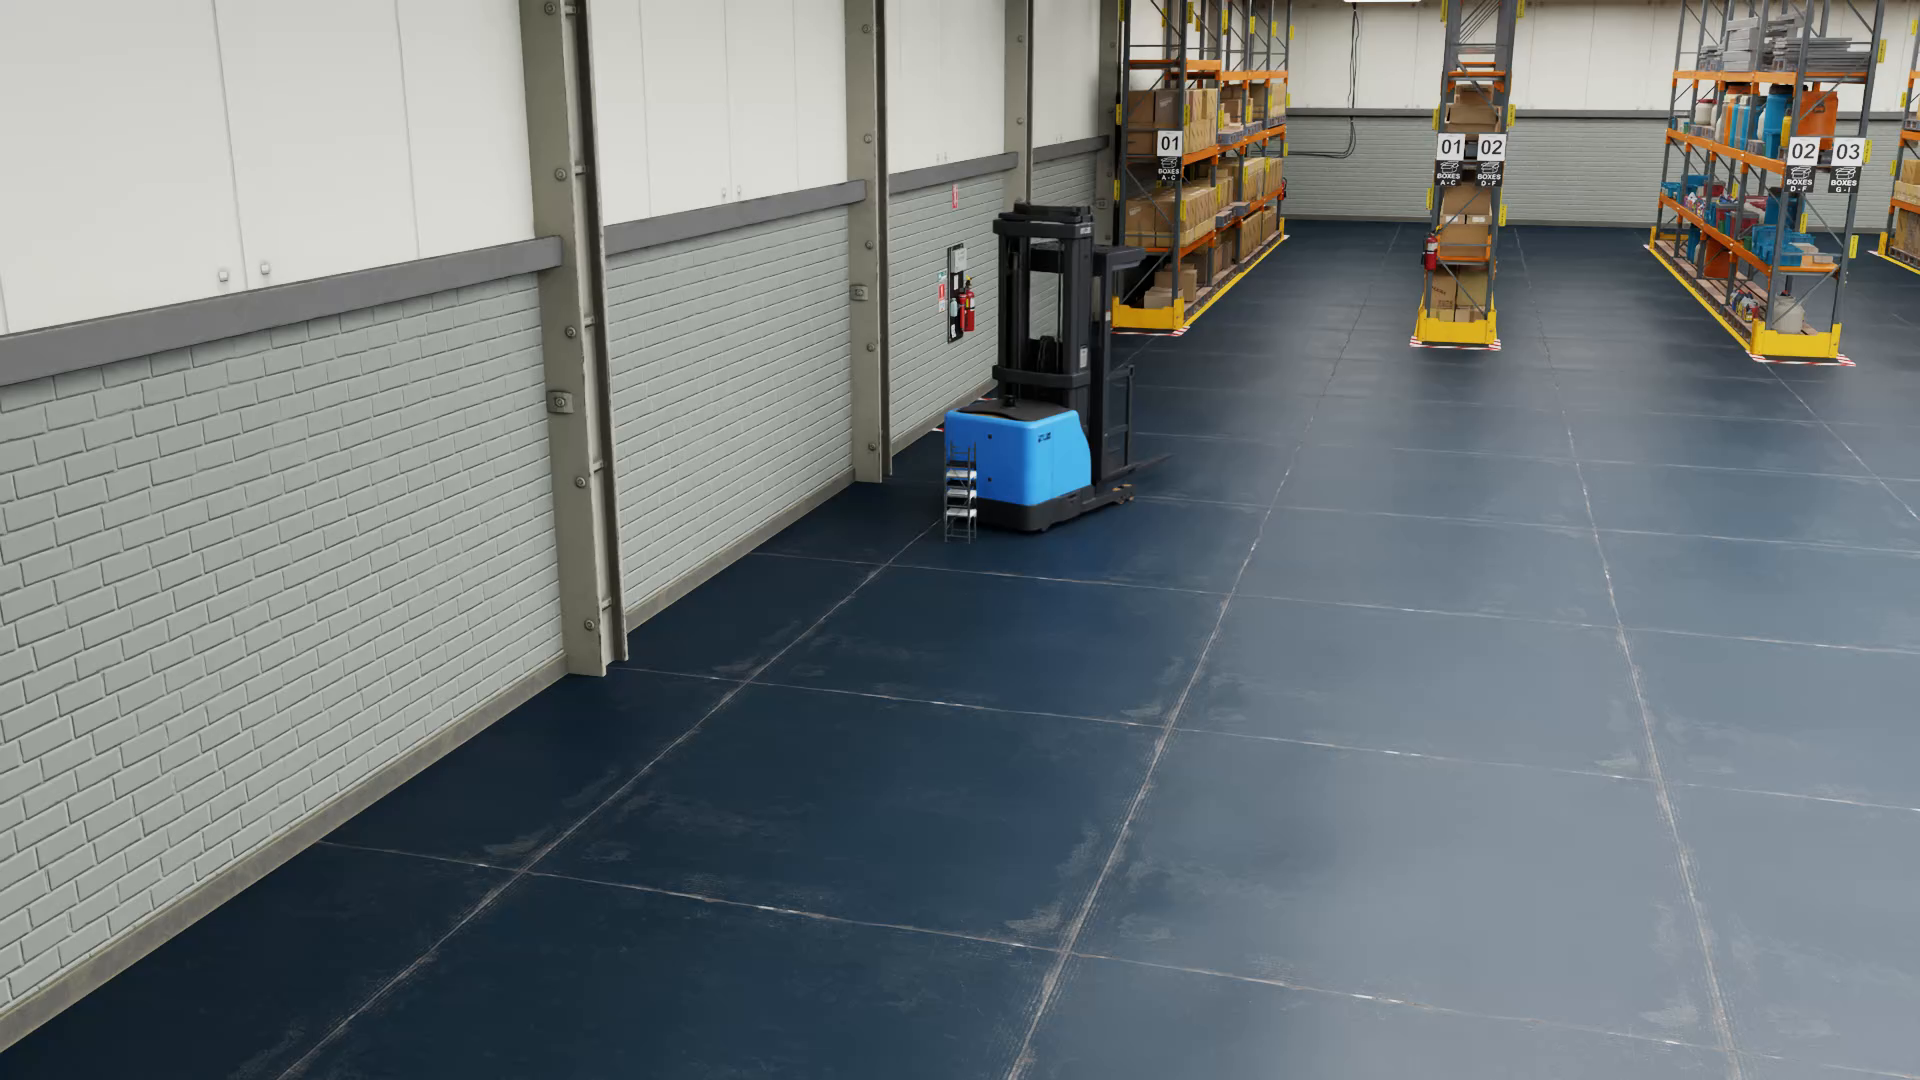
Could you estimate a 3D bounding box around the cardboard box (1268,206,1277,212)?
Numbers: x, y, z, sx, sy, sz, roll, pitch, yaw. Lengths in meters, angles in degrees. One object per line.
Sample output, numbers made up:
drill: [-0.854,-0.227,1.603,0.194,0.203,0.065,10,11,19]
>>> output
cardboard box: [7.695,-8.253,41.471,0.380,0.149,0.250,4,16,15]

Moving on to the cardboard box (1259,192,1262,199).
cardboard box: [6.650,-7.844,37.831,0.380,0.149,0.250,5,17,17]

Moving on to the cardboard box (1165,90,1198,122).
cardboard box: [3.647,-7.185,27.535,0.500,0.500,0.500,4,16,15]

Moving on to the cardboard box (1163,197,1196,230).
cardboard box: [3.687,-5.522,28.086,0.500,0.500,0.500,5,16,16]

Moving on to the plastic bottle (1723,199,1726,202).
plastic bottle: [15.810,-6.917,34.376,0.097,0.271,0.097,0,16,0]

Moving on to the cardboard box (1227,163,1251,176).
cardboard box: [5.915,-7.888,35.423,0.500,0.250,0.500,4,16,15]

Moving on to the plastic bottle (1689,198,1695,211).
plastic bottle: [15.262,-6.972,34.559,0.152,0.276,0.135,5,16,16]

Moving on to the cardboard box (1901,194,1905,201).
cardboard box: [21.273,-7.637,37.138,0.380,0.149,0.250,4,16,15]

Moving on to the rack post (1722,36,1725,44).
rack post: [15.013,-9.664,31.886,0.624,0.289,0.986,5,16,16]

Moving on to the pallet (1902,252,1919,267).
pallet: [21.407,-6.152,36.555,1.003,0.211,1.213,5,16,16]

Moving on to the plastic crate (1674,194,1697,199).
plastic crate: [16.083,-7.575,36.855,0.437,0.125,0.590,5,16,16]

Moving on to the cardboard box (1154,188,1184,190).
cardboard box: [3.766,-6.097,30.112,0.500,0.500,0.500,5,16,16]

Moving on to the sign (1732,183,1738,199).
sign: [16.549,-7.455,35.529,0.100,0.325,0.005,5,16,16]

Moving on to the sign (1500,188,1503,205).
sign: [9.533,-6.069,29.419,0.100,0.325,0.005,5,16,16]

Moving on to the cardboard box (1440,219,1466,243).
cardboard box: [8.153,-4.918,26.908,0.700,0.500,0.500,5,17,17]

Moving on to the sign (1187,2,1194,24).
sign: [3.634,-8.325,26.254,0.100,0.325,0.005,5,16,16]

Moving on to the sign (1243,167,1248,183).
sign: [5.910,-7.566,34.451,0.100,0.325,0.005,5,16,16]

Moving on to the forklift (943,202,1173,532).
forklift: [1.110,-1.830,16.330,1.130,2.935,3.031,11,19,34]

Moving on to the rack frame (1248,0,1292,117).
rack frame: [7.660,-12.066,41.299,1.000,3.000,0.127,5,16,16]

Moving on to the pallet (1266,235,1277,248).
pallet: [7.159,-7.305,40.617,1.003,0.211,1.213,5,16,16]

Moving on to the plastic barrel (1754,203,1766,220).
plastic barrel: [14.439,-5.763,29.821,0.433,0.535,0.433,0,16,0]

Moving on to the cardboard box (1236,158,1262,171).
cardboard box: [6.482,-8.420,37.299,0.500,0.250,0.500,5,17,17]

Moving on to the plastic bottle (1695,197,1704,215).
plastic bottle: [15.001,-6.771,33.716,0.144,0.351,0.185,5,16,16]

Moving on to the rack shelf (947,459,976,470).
rack shelf: [0.002,-0.663,15.070,0.258,0.077,0.200,5,16,16]

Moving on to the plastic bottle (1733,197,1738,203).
plastic bottle: [15.762,-6.787,33.773,0.144,0.351,0.185,5,16,16]

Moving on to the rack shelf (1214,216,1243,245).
rack shelf: [4.818,-6.217,32.992,1.077,0.370,4.000,5,16,16]

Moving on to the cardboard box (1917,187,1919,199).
cardboard box: [20.934,-7.457,35.773,0.500,0.250,0.500,5,17,17]

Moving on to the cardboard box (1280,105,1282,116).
cardboard box: [7.560,-10.452,40.429,0.500,0.250,0.500,4,16,14]

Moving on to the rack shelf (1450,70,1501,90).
rack shelf: [9.569,-8.528,30.877,1.077,0.370,4.000,5,16,16]

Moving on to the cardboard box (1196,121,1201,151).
cardboard box: [3.779,-6.837,28.139,0.500,0.500,0.500,5,17,18]

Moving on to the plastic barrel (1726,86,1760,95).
plastic barrel: [15.050,-8.319,32.027,0.600,0.830,0.708,5,16,16]

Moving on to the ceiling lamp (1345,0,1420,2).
ceiling lamp: [10.844,-15.381,42.288,2.000,3.185,0.800,5,16,16]

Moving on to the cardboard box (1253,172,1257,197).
cardboard box: [6.211,-7.798,36.480,0.500,0.500,0.500,5,17,17]

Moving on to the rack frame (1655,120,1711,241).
rack frame: [17.159,-8.412,39.409,1.000,3.000,0.127,5,16,16]

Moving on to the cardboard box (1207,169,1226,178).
cardboard box: [5.240,-7.481,33.949,0.380,0.149,0.250,2,16,7]

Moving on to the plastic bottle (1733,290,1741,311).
plastic bottle: [13.121,-4.030,28.011,0.144,0.351,0.185,5,17,17]

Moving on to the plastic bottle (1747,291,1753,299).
plastic bottle: [13.260,-4.019,27.971,0.144,0.351,0.185,5,16,16]

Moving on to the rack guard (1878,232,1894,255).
rack guard: [21.914,-6.831,38.418,1.175,0.500,0.348,5,16,16]

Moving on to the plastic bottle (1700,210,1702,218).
plastic bottle: [14.735,-6.477,32.951,0.097,0.201,0.097,0,16,0]

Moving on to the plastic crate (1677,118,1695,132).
plastic crate: [16.233,-9.242,37.056,0.437,0.282,0.530,5,16,16]

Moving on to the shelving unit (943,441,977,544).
shelving unit: [0.002,-0.435,15.135,0.258,0.900,0.210,5,16,16]

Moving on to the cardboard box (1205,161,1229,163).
cardboard box: [5.567,-8.056,36.017,0.500,0.250,0.500,4,16,14]

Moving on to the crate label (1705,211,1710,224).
crate label: [14.406,-6.157,31.766,0.303,0.233,0.416,5,16,16]

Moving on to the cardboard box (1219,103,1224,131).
cardboard box: [4.833,-8.193,32.188,0.500,0.500,0.500,4,16,14]

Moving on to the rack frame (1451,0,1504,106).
rack frame: [11.274,-10.636,36.258,1.000,3.000,0.127,5,16,16]

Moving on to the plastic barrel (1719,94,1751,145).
plastic barrel: [14.444,-7.805,30.854,0.600,0.901,0.600,0,16,0]

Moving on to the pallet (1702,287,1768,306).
pallet: [14.279,-4.459,30.585,1.003,0.211,1.213,5,16,16]

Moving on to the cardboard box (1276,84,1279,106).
cardboard box: [7.270,-10.545,39.380,0.500,0.500,0.500,5,17,16]

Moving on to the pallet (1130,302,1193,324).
pallet: [3.400,-3.882,28.550,1.003,0.211,1.213,5,16,16]

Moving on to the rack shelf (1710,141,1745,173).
rack shelf: [14.317,-6.892,29.874,1.077,0.370,4.000,5,16,16]

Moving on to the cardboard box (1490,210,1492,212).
cardboard box: [8.400,-5.257,26.915,0.380,0.149,0.250,4,16,15]
